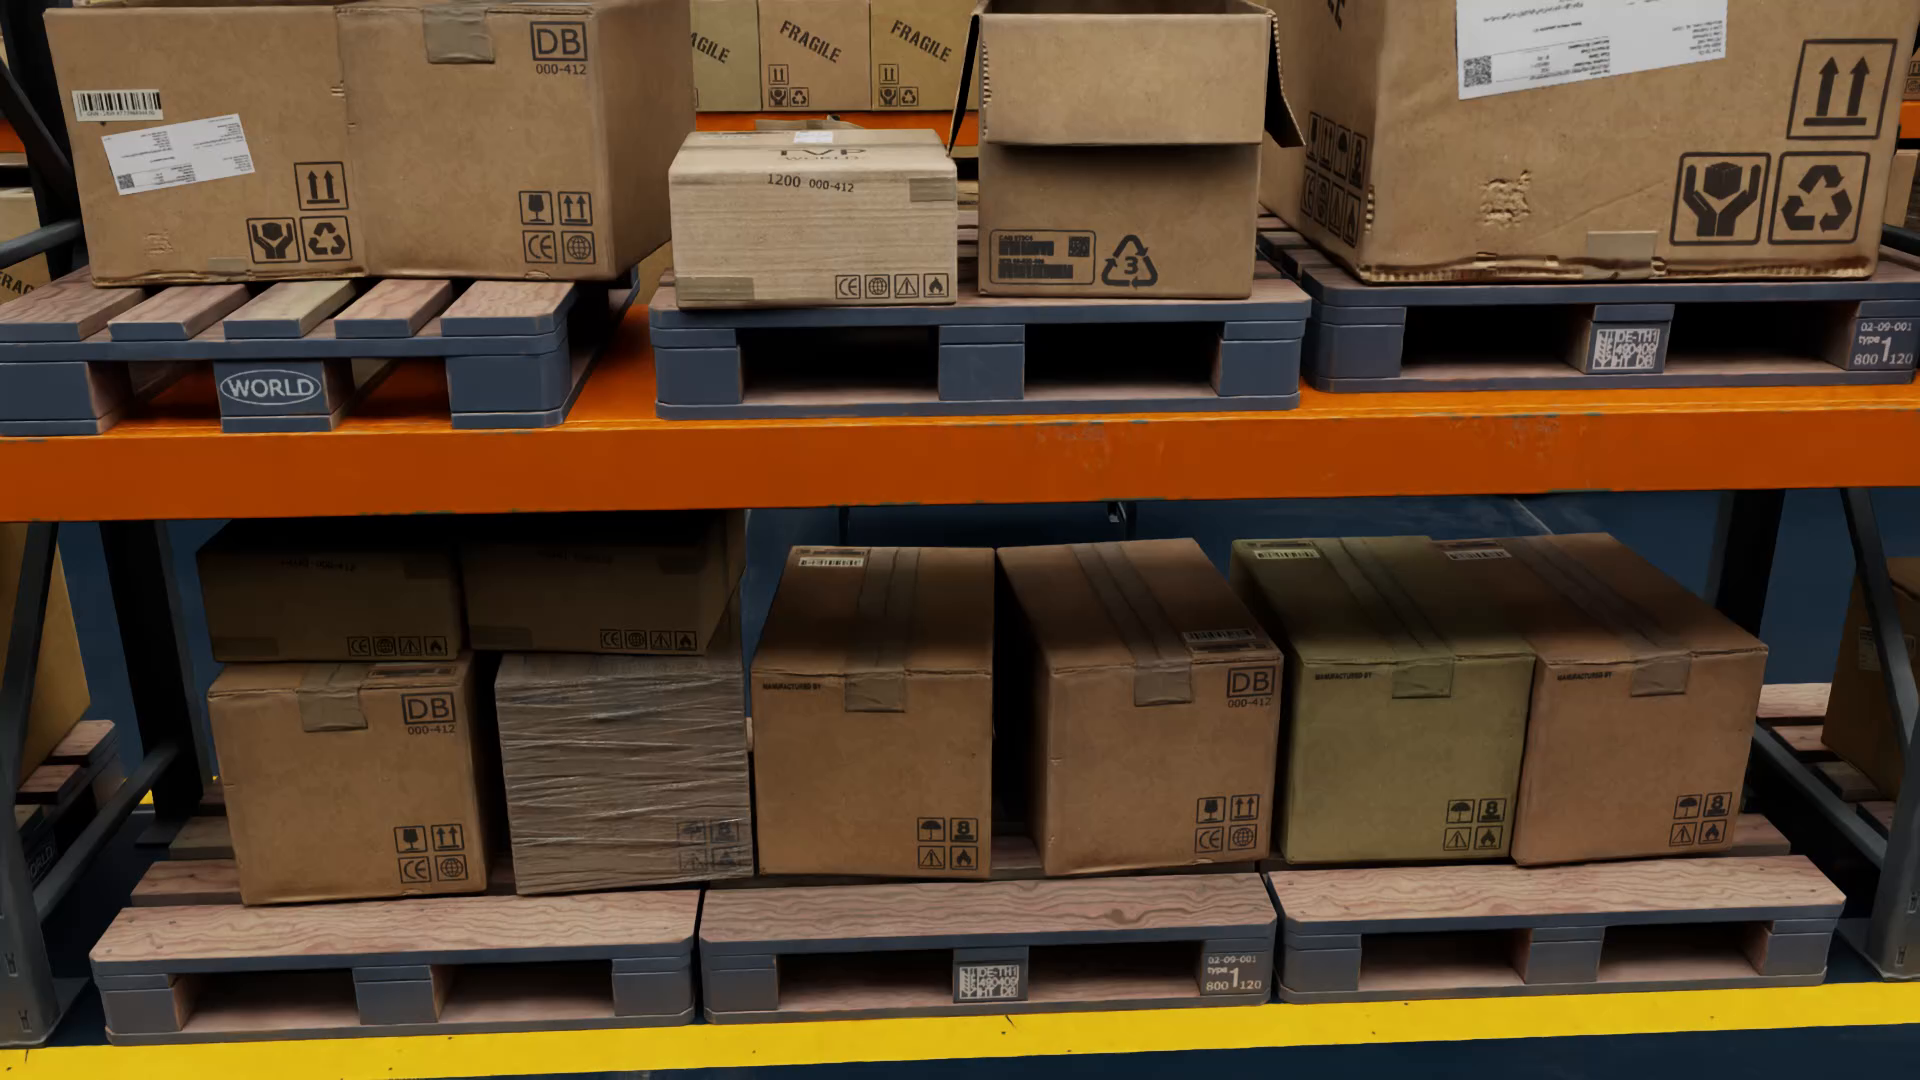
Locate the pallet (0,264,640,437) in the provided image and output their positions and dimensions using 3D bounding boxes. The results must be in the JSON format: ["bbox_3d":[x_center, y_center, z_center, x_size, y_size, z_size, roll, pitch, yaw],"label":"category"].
[{"bbox_3d":[-1.255,-0.503,3.495,1.003,0.211,1.213,-1,21,-3],"label":"pallet"}]

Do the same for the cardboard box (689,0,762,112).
[{"bbox_3d":[-1.172,-2.275,7.741,0.500,0.500,0.500,-1,21,-4],"label":"cardboard box"}]

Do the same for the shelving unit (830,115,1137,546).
[{"bbox_3d":[0.085,-0.703,5.859,1.048,1.500,0.538,-1,21,-3],"label":"shelving unit"}]

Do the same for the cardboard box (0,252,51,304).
[{"bbox_3d":[-4.333,-1.198,7.975,0.500,0.500,0.500,-1,21,-2],"label":"cardboard box"}]

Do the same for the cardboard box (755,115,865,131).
[{"bbox_3d":[-0.311,-0.803,3.613,0.258,0.266,0.396,-2,21,-5],"label":"cardboard box"}]

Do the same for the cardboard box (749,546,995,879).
[{"bbox_3d":[-0.174,0.372,3.822,0.500,0.500,0.700,1,21,1],"label":"cardboard box"}]

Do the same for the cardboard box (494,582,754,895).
[{"bbox_3d":[-0.740,0.386,3.786,0.500,0.500,0.700,-3,21,-8],"label":"cardboard box"}]

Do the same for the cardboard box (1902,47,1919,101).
[{"bbox_3d":[4.362,-2.527,8.332,0.550,0.550,0.875,-1,21,-3],"label":"cardboard box"}]

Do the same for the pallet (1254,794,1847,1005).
[{"bbox_3d":[1.255,0.698,3.990,1.213,0.211,1.003,-1,21,-3],"label":"pallet"}]

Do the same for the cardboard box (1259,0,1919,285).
[{"bbox_3d":[1.231,-1.131,3.444,1.000,1.000,1.000,-1,21,-3],"label":"cardboard box"}]

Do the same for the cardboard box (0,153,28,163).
[{"bbox_3d":[-7.153,-3.003,12.804,0.875,0.438,0.875,-1,21,-4],"label":"cardboard box"}]

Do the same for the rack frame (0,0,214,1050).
[{"bbox_3d":[-1.961,-0.540,3.323,0.127,3.000,1.000,-1,21,-3],"label":"rack frame"}]

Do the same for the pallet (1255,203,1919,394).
[{"bbox_3d":[1.261,-0.568,3.666,1.213,0.211,1.003,-1,21,-3],"label":"pallet"}]

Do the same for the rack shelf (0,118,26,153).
[{"bbox_3d":[-4.140,-1.927,7.978,4.000,0.370,1.077,-1,21,-3],"label":"rack shelf"}]

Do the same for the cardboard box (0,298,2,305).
[{"bbox_3d":[-2.462,-0.673,3.533,0.500,0.500,0.500,-1,21,-1],"label":"cardboard box"}]

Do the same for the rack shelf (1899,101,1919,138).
[{"bbox_3d":[3.847,-2.090,8.405,4.000,0.370,1.077,-1,21,-3],"label":"rack shelf"}]

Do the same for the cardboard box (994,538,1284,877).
[{"bbox_3d":[0.383,0.361,3.852,0.500,0.500,0.700,-3,21,-8],"label":"cardboard box"}]

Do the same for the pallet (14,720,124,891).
[{"bbox_3d":[-2.752,0.753,3.848,1.213,0.211,1.003,-1,21,-3],"label":"pallet"}]

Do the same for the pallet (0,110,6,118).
[{"bbox_3d":[-4.117,-2.159,7.847,1.213,0.211,1.003,-1,21,-3],"label":"pallet"}]

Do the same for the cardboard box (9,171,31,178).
[{"bbox_3d":[-4.367,-1.728,8.312,0.500,0.250,0.500,-2,21,-5],"label":"cardboard box"}]

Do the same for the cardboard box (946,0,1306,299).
[{"bbox_3d":[0.307,-0.798,3.265,0.637,0.503,0.797,1,21,2],"label":"cardboard box"}]

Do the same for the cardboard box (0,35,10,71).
[{"bbox_3d":[-4.162,-2.179,7.390,0.250,0.149,0.380,-2,21,-6],"label":"cardboard box"}]

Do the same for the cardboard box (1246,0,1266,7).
[{"bbox_3d":[1.345,-2.326,7.875,0.500,0.500,0.500,-1,21,-3],"label":"cardboard box"}]

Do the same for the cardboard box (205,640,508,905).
[{"bbox_3d":[-1.293,0.402,3.744,0.500,0.500,0.700,-2,21,-6],"label":"cardboard box"}]

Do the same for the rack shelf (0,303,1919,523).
[{"bbox_3d":[0.036,-0.244,3.558,4.000,0.370,1.077,-1,21,-3],"label":"rack shelf"}]

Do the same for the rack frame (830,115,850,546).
[{"bbox_3d":[-0.422,-0.692,5.832,0.032,1.500,0.500,-1,21,-3],"label":"rack frame"}]

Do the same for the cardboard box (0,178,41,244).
[{"bbox_3d":[-4.343,-1.543,7.826,0.500,0.250,0.500,0,21,-1],"label":"cardboard box"}]

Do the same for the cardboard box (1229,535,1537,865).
[{"bbox_3d":[0.941,0.349,3.883,0.500,0.500,0.700,-1,21,-3],"label":"cardboard box"}]

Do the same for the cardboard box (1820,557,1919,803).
[{"bbox_3d":[2.434,0.357,3.891,0.500,0.500,0.500,-2,21,-5],"label":"cardboard box"}]

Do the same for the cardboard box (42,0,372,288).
[{"bbox_3d":[-1.424,-0.808,3.297,0.500,0.500,0.500,-4,21,-10],"label":"cardboard box"}]

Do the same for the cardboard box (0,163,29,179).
[{"bbox_3d":[-4.893,-1.712,8.270,0.500,0.250,0.500,0,21,0],"label":"cardboard box"}]

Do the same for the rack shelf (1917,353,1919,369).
[{"bbox_3d":[4.029,-0.326,3.771,4.000,0.370,1.077,-1,21,-3],"label":"rack shelf"}]

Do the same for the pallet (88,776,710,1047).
[{"bbox_3d":[-1.181,0.748,3.860,1.213,0.211,1.003,-1,21,-3],"label":"pallet"}]

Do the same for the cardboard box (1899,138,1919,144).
[{"bbox_3d":[5.171,-1.632,8.589,0.875,0.875,0.875,-1,21,-3],"label":"cardboard box"}]

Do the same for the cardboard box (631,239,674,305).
[{"bbox_3d":[-1.530,-1.429,8.231,0.750,0.750,1.050,-1,21,-4],"label":"cardboard box"}]

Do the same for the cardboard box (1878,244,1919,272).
[{"bbox_3d":[2.231,-0.613,3.867,0.250,0.149,0.380,-1,21,-3],"label":"cardboard box"}]

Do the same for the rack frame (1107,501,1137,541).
[{"bbox_3d":[0.593,-0.713,5.886,0.032,1.500,0.500,-1,21,-3],"label":"rack frame"}]

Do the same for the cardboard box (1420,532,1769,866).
[{"bbox_3d":[1.418,0.346,3.891,0.500,0.500,0.700,-3,21,-7],"label":"cardboard box"}]

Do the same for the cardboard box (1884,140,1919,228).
[{"bbox_3d":[4.292,-1.614,8.540,0.875,0.875,0.875,-1,21,-4],"label":"cardboard box"}]

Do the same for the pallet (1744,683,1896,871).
[{"bbox_3d":[2.701,0.656,4.102,1.213,0.211,1.003,-1,21,-3],"label":"pallet"}]

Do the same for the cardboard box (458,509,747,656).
[{"bbox_3d":[-0.765,0.034,3.658,0.500,0.250,0.500,1,21,3],"label":"cardboard box"}]

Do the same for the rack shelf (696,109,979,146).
[{"bbox_3d":[-0.146,-2.008,8.191,4.000,0.370,1.077,-1,21,-3],"label":"rack shelf"}]

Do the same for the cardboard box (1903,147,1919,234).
[{"bbox_3d":[2.485,-0.794,3.432,0.500,0.500,0.875,-1,21,-3],"label":"cardboard box"}]

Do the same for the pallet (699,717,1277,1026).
[{"bbox_3d":[0.035,0.724,3.922,1.213,0.211,1.003,-1,21,-3],"label":"pallet"}]

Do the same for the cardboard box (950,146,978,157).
[{"bbox_3d":[0.226,-3.082,13.104,0.625,0.372,0.950,0,21,0],"label":"cardboard box"}]

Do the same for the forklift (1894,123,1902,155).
[{"bbox_3d":[3.309,-1.901,6.996,3.031,2.935,1.130,-9,23,-23],"label":"forklift"}]

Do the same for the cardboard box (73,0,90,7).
[{"bbox_3d":[-3.898,-2.323,7.352,0.250,0.149,0.380,-1,21,-2],"label":"cardboard box"}]

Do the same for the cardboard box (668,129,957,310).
[{"bbox_3d":[-0.274,-0.618,3.150,0.500,0.250,0.500,-2,21,-5],"label":"cardboard box"}]

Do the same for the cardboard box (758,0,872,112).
[{"bbox_3d":[-0.668,-2.285,7.767,0.500,0.500,0.500,-1,21,-3],"label":"cardboard box"}]

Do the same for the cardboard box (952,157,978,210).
[{"bbox_3d":[0.273,-1.467,8.331,0.750,0.750,1.050,-1,21,-3],"label":"cardboard box"}]

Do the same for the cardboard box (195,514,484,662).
[{"bbox_3d":[-1.294,0.048,3.620,0.500,0.250,0.500,0,21,-1],"label":"cardboard box"}]

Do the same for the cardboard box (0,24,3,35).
[{"bbox_3d":[-4.156,-2.318,7.337,0.250,0.149,0.380,-2,21,-4],"label":"cardboard box"}]

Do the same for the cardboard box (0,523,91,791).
[{"bbox_3d":[-2.651,0.263,3.609,0.875,0.875,1.225,-2,21,-6],"label":"cardboard box"}]

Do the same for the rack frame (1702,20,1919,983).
[{"bbox_3d":[2.033,-0.621,3.537,0.127,3.000,1.000,-1,21,-3],"label":"rack frame"}]

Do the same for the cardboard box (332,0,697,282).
[{"bbox_3d":[-0.872,-0.855,3.420,0.500,0.500,0.700,2,21,5],"label":"cardboard box"}]

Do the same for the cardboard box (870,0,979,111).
[{"bbox_3d":[-0.171,-2.295,7.792,0.500,0.500,0.500,-1,21,-4],"label":"cardboard box"}]

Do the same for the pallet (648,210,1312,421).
[{"bbox_3d":[0.013,-0.505,3.501,1.213,0.211,1.003,-1,21,-3],"label":"pallet"}]

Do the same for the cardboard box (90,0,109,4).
[{"bbox_3d":[-3.638,-2.329,7.366,0.250,0.149,0.380,-1,21,-3],"label":"cardboard box"}]
